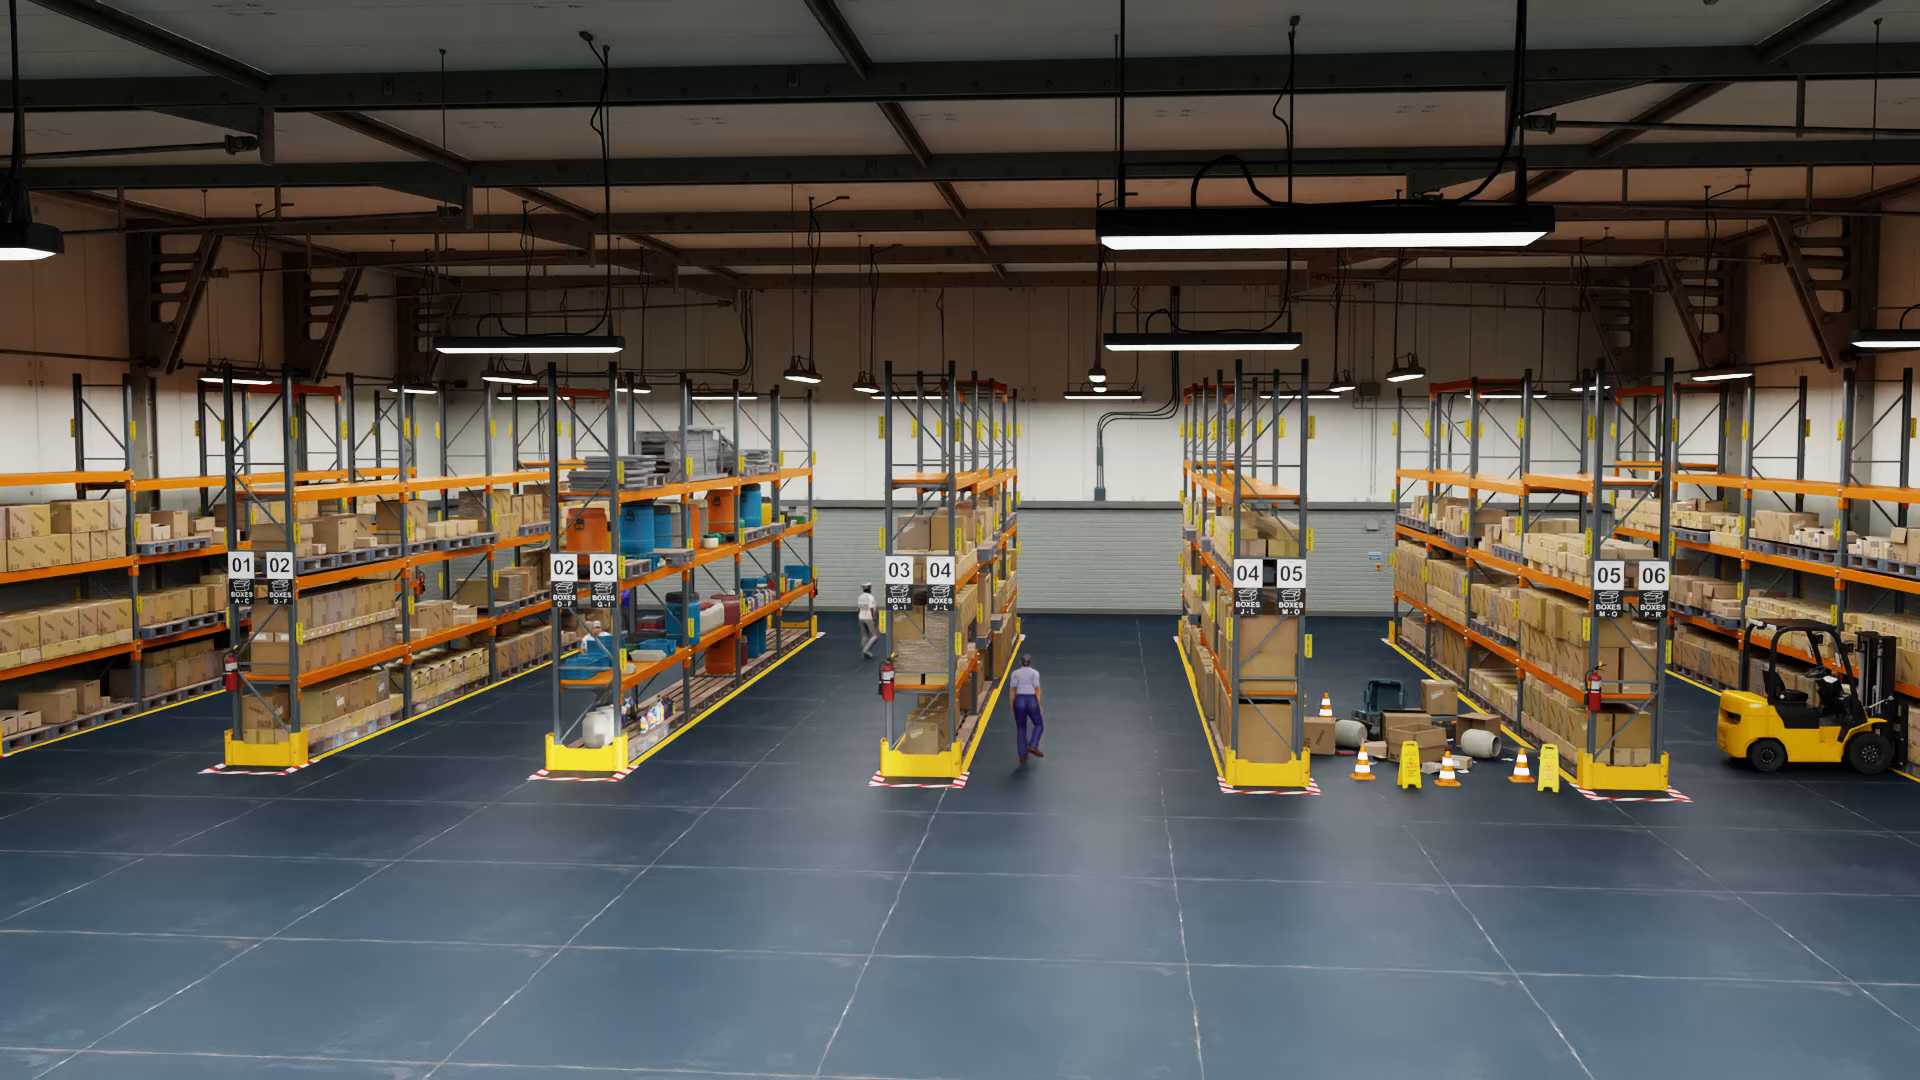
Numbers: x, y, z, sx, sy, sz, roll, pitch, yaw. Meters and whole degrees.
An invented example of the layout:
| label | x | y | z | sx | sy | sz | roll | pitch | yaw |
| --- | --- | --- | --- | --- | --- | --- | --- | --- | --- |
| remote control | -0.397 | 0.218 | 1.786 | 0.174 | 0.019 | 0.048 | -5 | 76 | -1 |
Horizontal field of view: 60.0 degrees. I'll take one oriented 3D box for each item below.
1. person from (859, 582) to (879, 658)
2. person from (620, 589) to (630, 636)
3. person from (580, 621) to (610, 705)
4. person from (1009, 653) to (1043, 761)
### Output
| label | x | y | z | sx | sy | sz | roll | pitch | yaw |
| --- | --- | --- | --- | --- | --- | --- | --- | --- | --- |
| person | -2.043 | 1.774 | 36.434 | 0.472 | 1.676 | 0.463 | 3 | 5 | 41 |
| person | -7.758 | 1.774 | 38.255 | 0.461 | 1.388 | 1.033 | 0 | 4 | 2 |
| person | -6.561 | 2.234 | 30.192 | 0.582 | 1.582 | 0.658 | 0 | 4 | 6 |
| person | 1.010 | 2.524 | 25.170 | 0.539 | 1.636 | 0.462 | 1 | 4 | 13 |
